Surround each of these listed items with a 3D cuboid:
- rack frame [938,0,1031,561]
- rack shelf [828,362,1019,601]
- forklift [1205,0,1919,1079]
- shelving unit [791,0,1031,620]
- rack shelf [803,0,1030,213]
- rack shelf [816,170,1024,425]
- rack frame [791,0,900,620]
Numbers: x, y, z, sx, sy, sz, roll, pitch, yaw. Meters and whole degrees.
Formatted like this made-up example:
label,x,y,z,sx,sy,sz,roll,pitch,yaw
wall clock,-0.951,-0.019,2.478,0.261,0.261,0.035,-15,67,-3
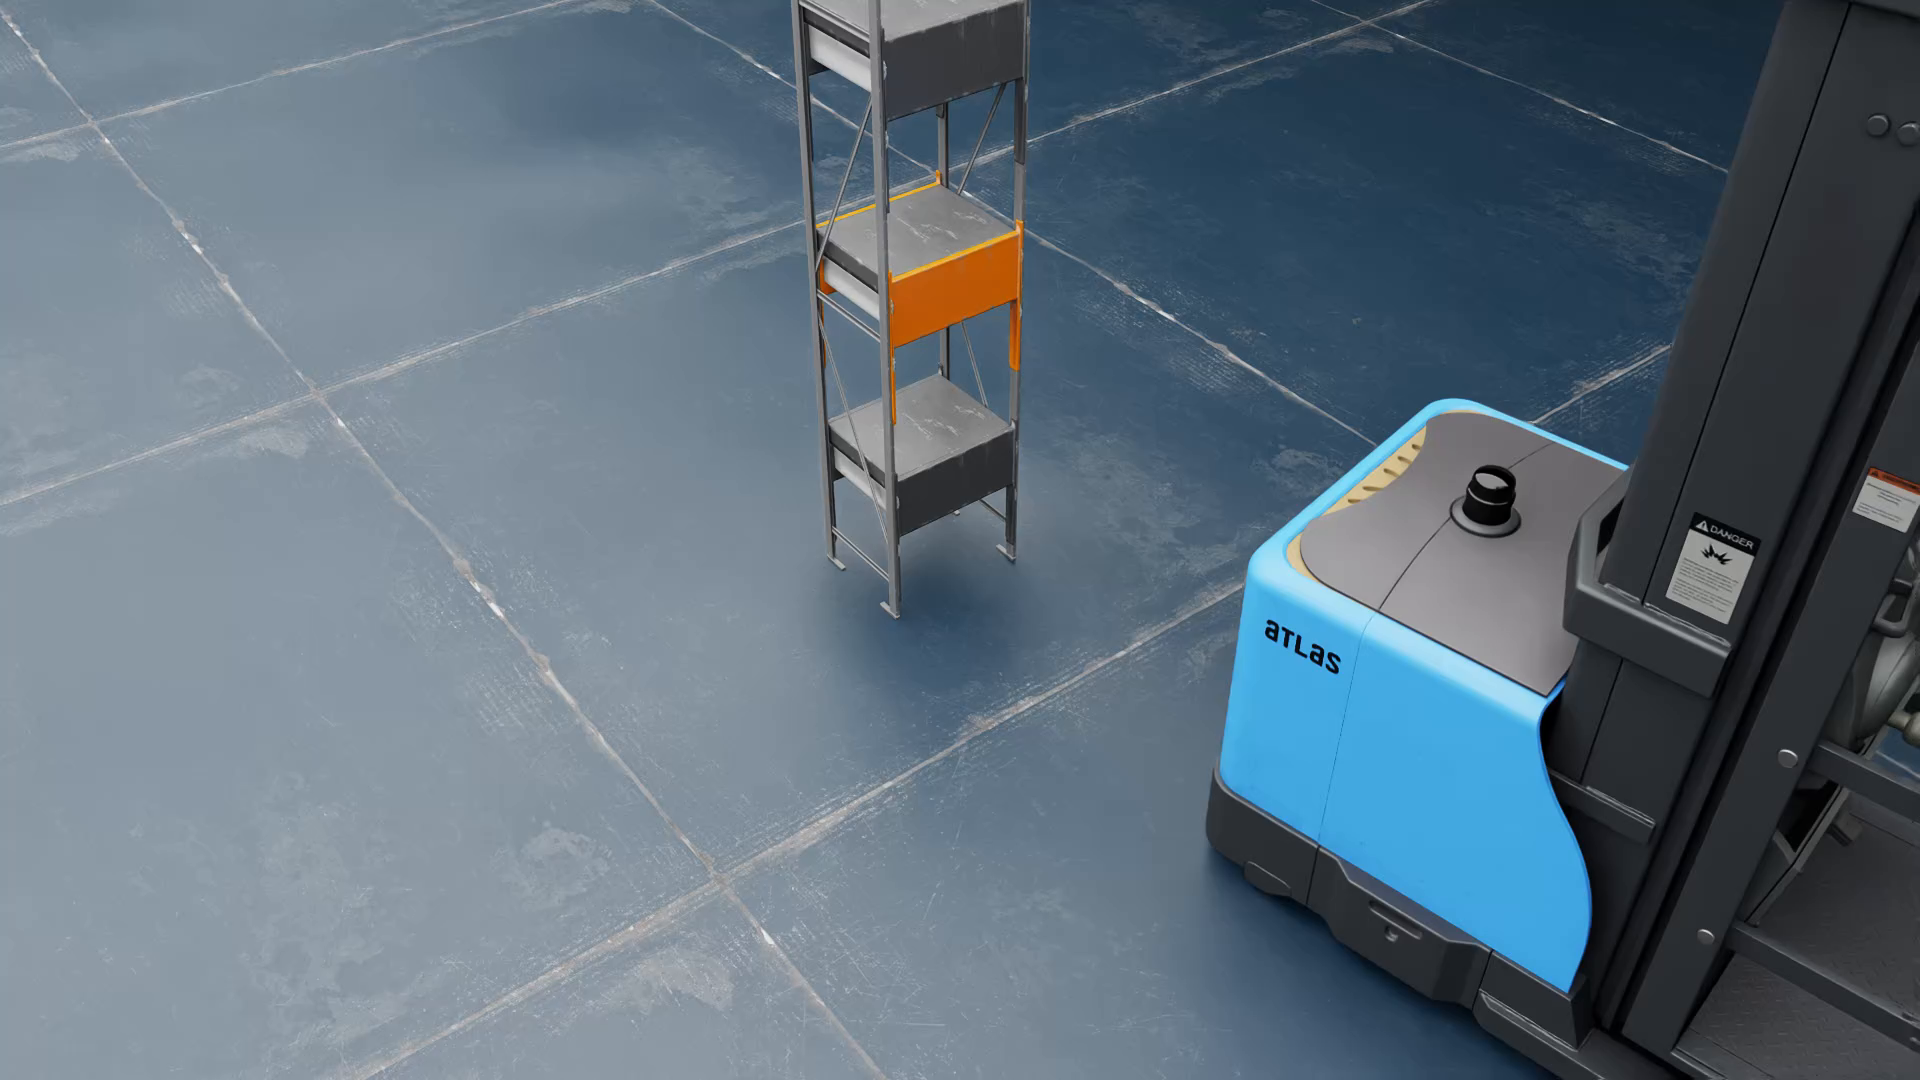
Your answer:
label,x,y,z,sx,sy,sz,roll,pitch,yaw
rack frame,0.062,-0.842,5.121,0.015,2.100,0.400,-26,46,-28
rack shelf,-0.131,-0.196,5.459,0.480,0.518,0.431,-26,46,-28
forklift,2.120,0.135,3.275,3.031,2.935,1.130,30,48,31
shelving unit,-0.131,-0.748,5.006,0.503,2.100,0.431,-26,46,-28
rack shelf,-0.131,-1.278,4.571,0.480,0.518,0.431,-26,46,-28
rack shelf,-0.131,-0.737,5.015,0.480,0.518,0.431,-26,46,-28
rack frame,-0.325,-0.654,4.891,0.015,2.100,0.400,-26,46,-28
